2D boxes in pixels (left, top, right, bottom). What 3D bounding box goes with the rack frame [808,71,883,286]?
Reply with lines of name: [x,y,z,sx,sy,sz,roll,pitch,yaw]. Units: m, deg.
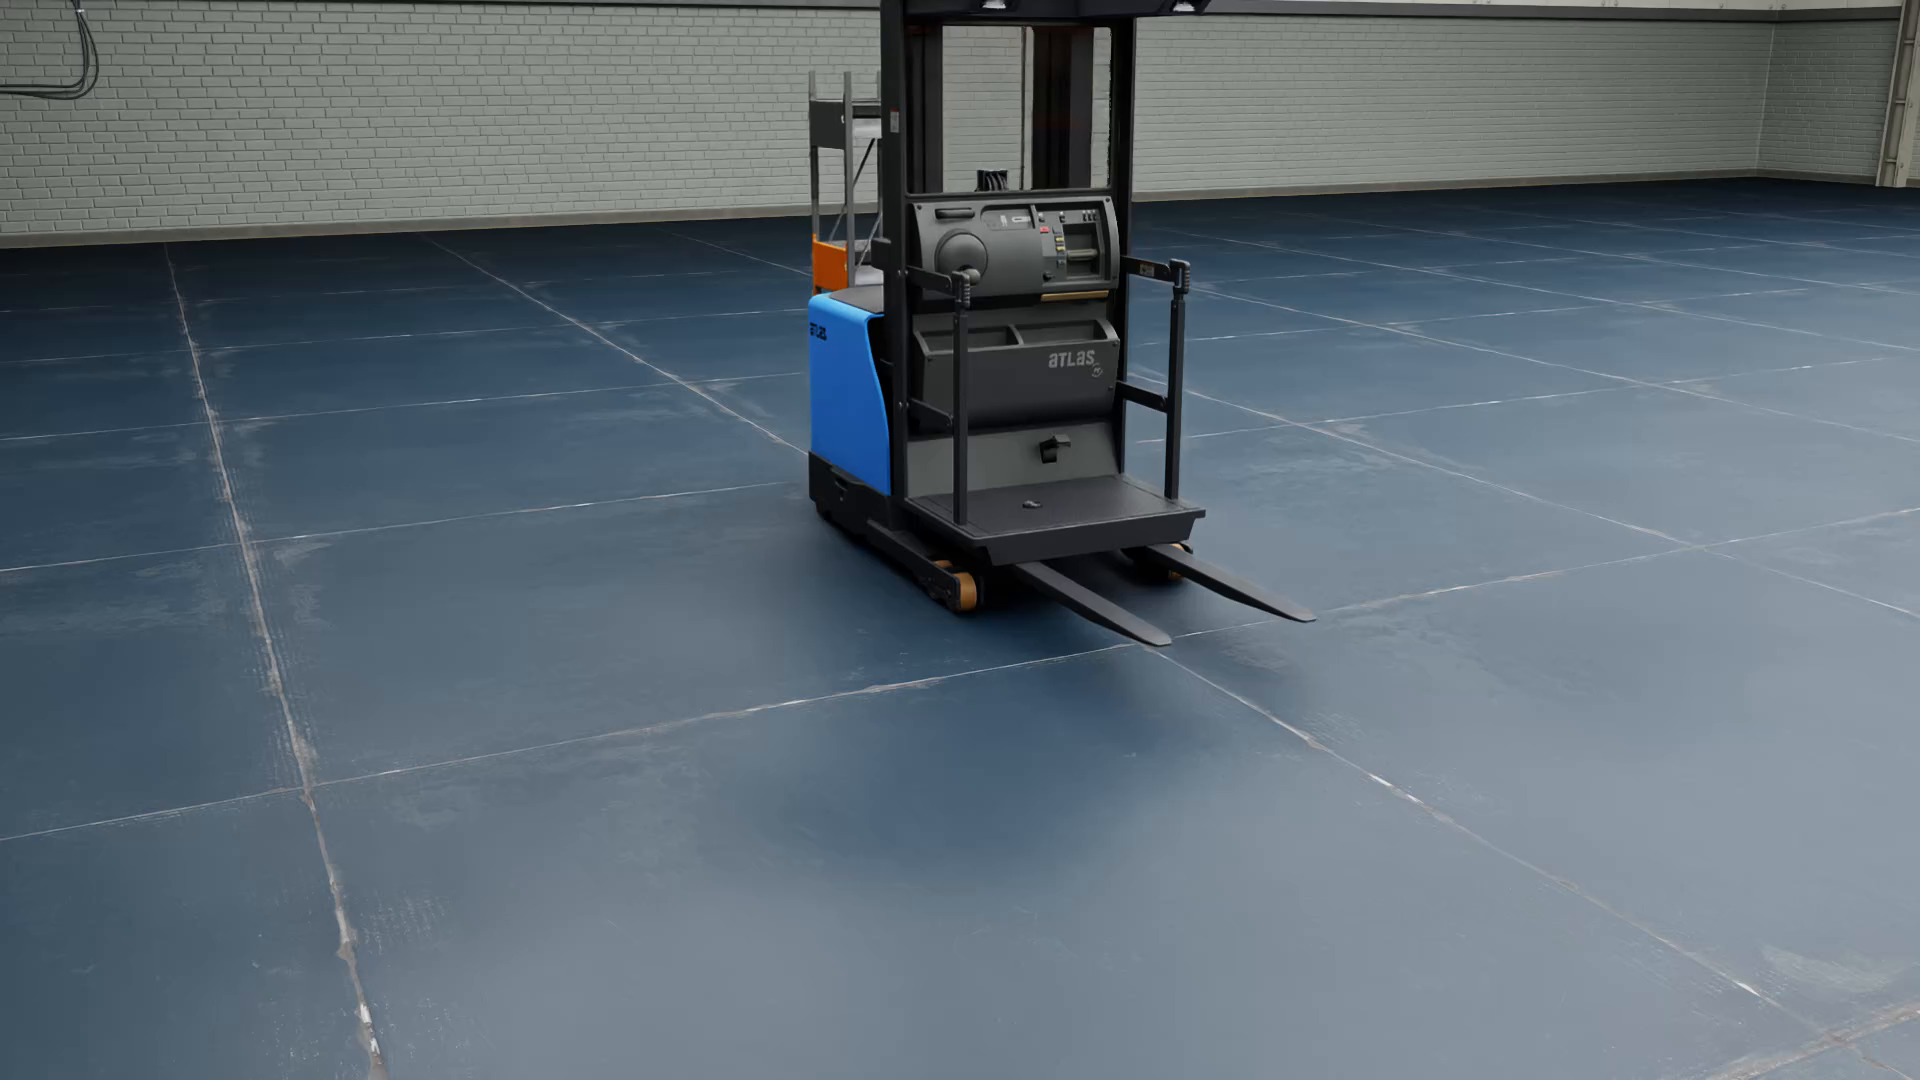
rack frame: [-0.571,-1.350,8.648,0.400,2.100,0.015,-7,18,-24]

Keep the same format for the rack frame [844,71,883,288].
rack frame: [-0.365,-1.228,8.223,0.400,2.100,0.015,-7,18,-24]

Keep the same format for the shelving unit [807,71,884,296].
shelving unit: [-0.468,-1.289,8.436,0.431,2.100,0.503,-7,18,-24]

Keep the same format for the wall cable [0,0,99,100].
wall cable: [-11.661,-6.284,18.963,3.097,2.526,0.112,-8,18,-25]

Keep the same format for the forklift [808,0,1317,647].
forklift: [0.337,-1.250,6.794,1.130,2.935,3.031,-7,18,-24]

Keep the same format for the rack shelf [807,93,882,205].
rack shelf: [-0.468,-1.949,8.246,0.431,0.518,0.480,-7,18,-24]

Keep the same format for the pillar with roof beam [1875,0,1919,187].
pillar with roof beam: [12.887,-10.172,26.884,9.100,9.000,0.400,-8,18,-25]

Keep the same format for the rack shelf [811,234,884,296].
rack shelf: [-0.468,-1.276,8.439,0.431,0.518,0.480,-7,18,-24]
